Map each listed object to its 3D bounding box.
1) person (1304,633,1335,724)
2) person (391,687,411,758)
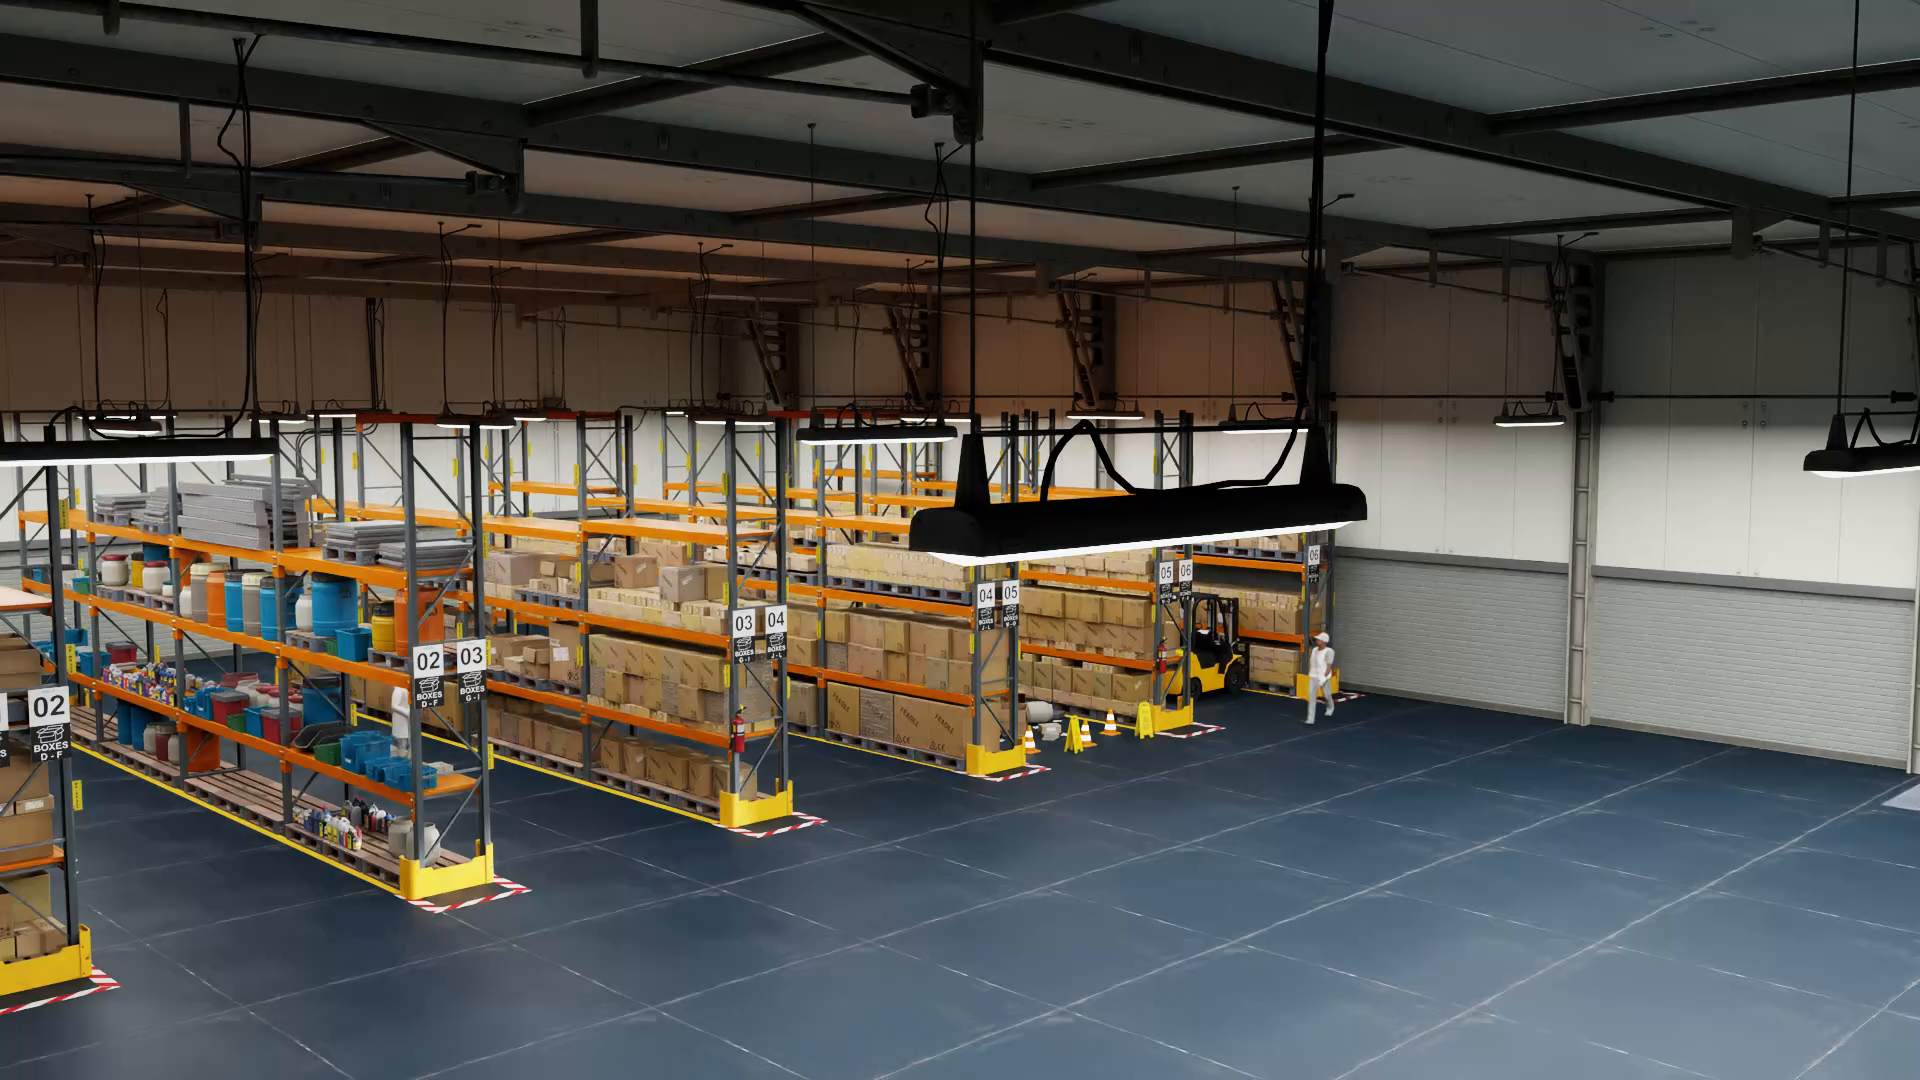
[{"bbox_3d":[6.998,2.664,32.208,0.494,1.748,1.065,2,5,24],"label":"person"},{"bbox_3d":[-9.388,3.053,27.796,0.807,1.756,0.594,3,6,27],"label":"person"}]
